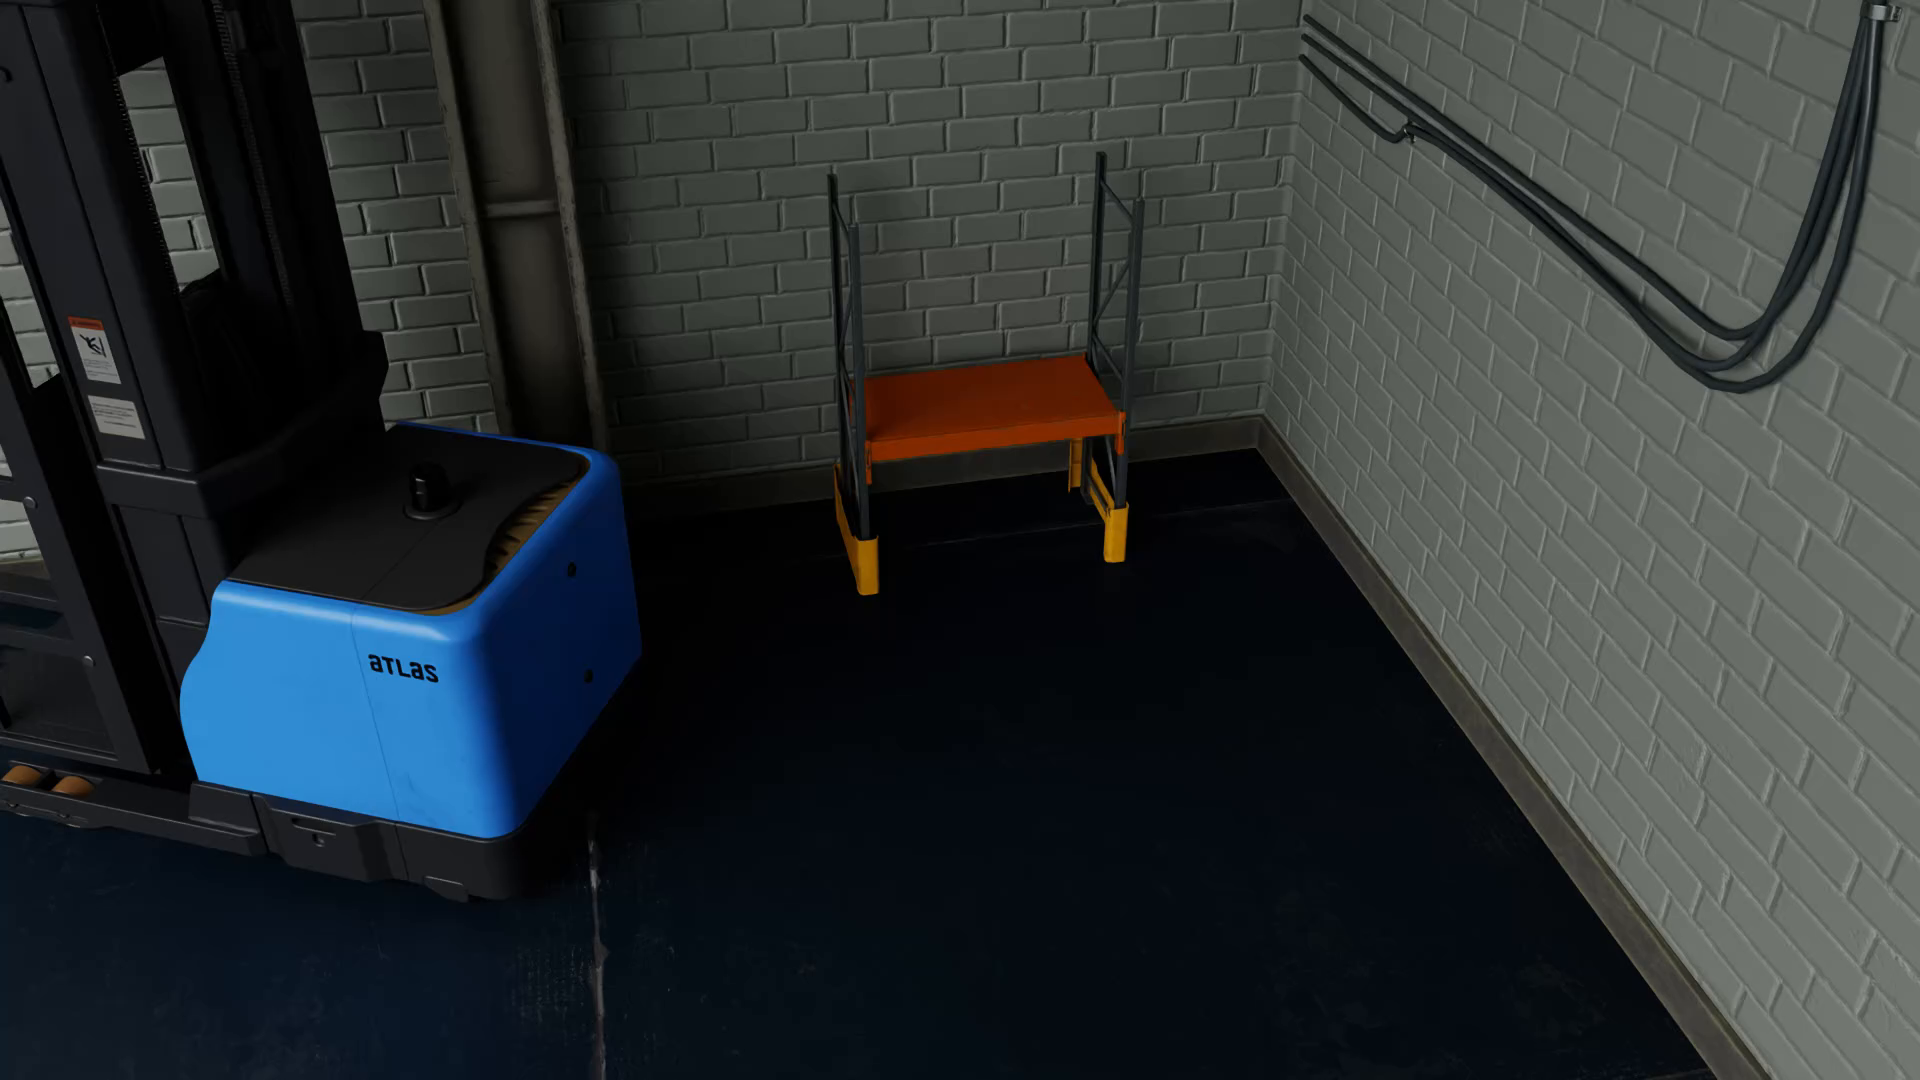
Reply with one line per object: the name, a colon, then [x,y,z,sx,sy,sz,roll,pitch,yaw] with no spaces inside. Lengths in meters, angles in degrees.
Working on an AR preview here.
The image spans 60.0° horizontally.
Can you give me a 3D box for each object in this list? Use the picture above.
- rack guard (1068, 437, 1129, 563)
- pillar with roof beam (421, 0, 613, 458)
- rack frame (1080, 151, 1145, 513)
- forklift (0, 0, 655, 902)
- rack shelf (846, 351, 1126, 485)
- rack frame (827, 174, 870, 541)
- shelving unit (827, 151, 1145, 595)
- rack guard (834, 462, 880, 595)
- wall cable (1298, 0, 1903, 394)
rack guard: [0.560,-0.174,6.786,0.087,0.250,0.587,-7,35,-11]
pillar with roof beam: [-0.614,-1.377,0.726,0.400,9.000,9.100,-7,35,-11]
rack frame: [0.579,-0.696,6.441,0.032,1.500,0.500,-7,35,-11]
forklift: [-2.635,-0.563,4.959,3.031,2.935,1.130,9,35,13]
rack shelf: [0.083,-0.484,6.448,1.000,0.185,0.538,-7,35,-11]
rack frame: [-0.413,-0.571,6.255,0.032,1.500,0.500,-7,35,-11]
shelving unit: [0.074,-0.632,6.346,1.083,1.500,0.587,-7,35,-11]
rack guard: [-0.411,-0.052,6.603,0.087,0.250,0.587,-7,35,-11]
wall cable: [1.601,-2.071,4.547,0.112,2.526,3.097,-7,35,-11]
